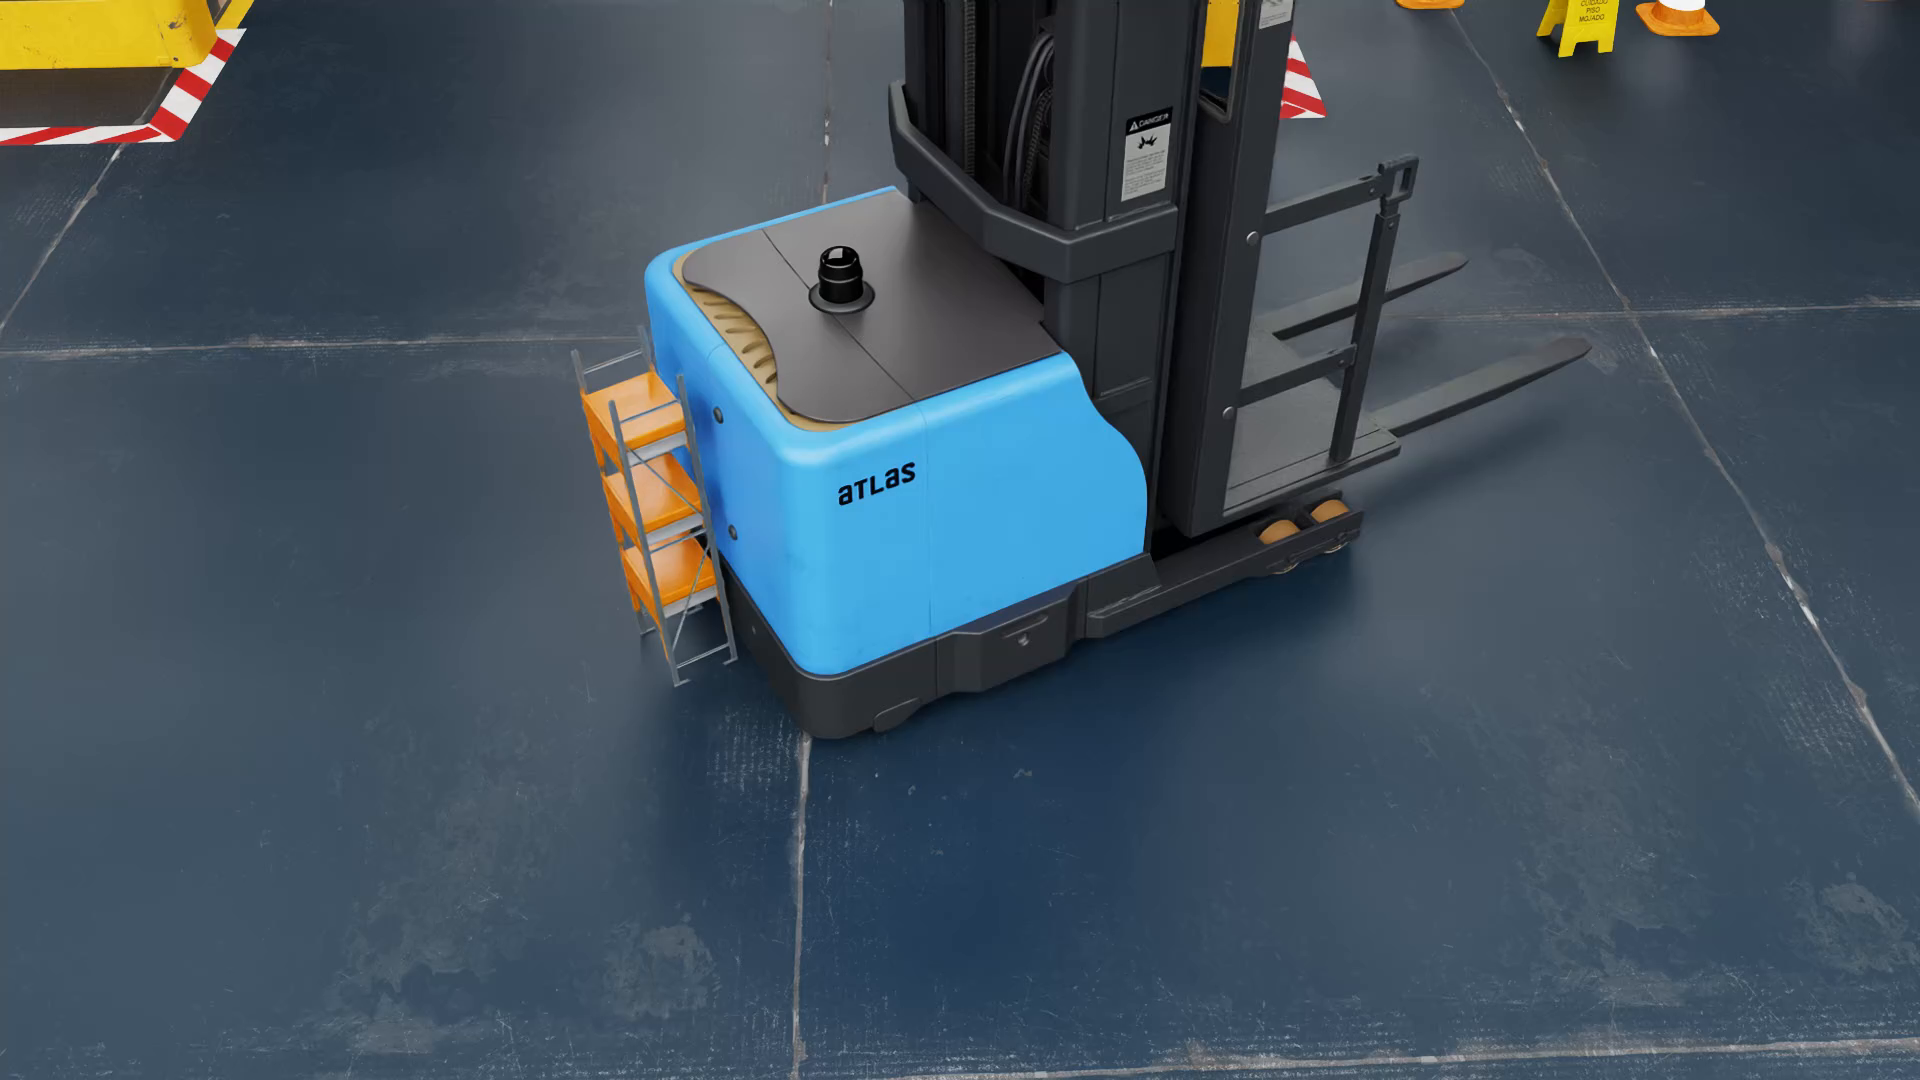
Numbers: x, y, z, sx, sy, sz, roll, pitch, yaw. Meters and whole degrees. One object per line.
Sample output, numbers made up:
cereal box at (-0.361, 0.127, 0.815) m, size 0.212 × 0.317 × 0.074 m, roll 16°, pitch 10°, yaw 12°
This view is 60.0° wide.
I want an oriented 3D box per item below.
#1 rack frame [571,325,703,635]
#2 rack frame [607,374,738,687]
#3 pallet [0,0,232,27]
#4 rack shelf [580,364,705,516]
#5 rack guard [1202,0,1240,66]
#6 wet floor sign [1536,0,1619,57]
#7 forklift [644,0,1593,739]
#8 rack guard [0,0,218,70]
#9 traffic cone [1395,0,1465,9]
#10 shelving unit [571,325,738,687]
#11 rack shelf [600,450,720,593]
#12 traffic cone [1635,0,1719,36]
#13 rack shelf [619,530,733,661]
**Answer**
rack frame at (-0.881, -0.136, 4.615) m, size 0.200 × 1.050 × 0.008 m, roll -24°, pitch 48°, yaw -21°
rack frame at (-0.755, 0.005, 4.460) m, size 0.200 × 1.050 × 0.008 m, roll -24°, pitch 48°, yaw -21°
pallet at (-4.069, -2.891, 8.248) m, size 1.003 × 0.211 × 1.213 m, roll -2°, pitch 43°, yaw -2°
rack shelf at (-0.829, -0.263, 4.349) m, size 0.215 × 0.259 × 0.240 m, roll -24°, pitch 48°, yaw -21°
rack guard at (0.894, -2.455, 7.558) m, size 1.175 × 0.500 × 0.348 m, roll -2°, pitch 43°, yaw -2°
wet floor sign at (2.872, -2.562, 7.567) m, size 0.267 × 0.644 × 0.232 m, roll -8°, pitch 43°, yaw -9°
forklift at (0.666, -1.267, 4.463) m, size 3.031 × 2.935 × 1.130 m, roll -21°, pitch 46°, yaw -21°
rack guard at (-4.070, -2.448, 7.551) m, size 1.175 × 0.500 × 0.348 m, roll -2°, pitch 43°, yaw -2°
traffic cone at (2.289, -2.857, 8.024) m, size 0.336 × 0.463 × 0.334 m, roll -2°, pitch 43°, yaw -2°
shelving unit at (-0.818, -0.066, 4.538) m, size 0.215 × 1.050 × 0.252 m, roll -24°, pitch 48°, yaw -21°
rack shelf at (-0.818, -0.058, 4.545) m, size 0.215 × 0.259 × 0.240 m, roll -24°, pitch 48°, yaw -21°
traffic cone at (3.432, -2.660, 7.809) m, size 0.336 × 0.463 × 0.334 m, roll -2°, pitch 43°, yaw -2°
rack shelf at (-0.808, 0.143, 4.737) m, size 0.215 × 0.259 × 0.240 m, roll -24°, pitch 48°, yaw -21°
